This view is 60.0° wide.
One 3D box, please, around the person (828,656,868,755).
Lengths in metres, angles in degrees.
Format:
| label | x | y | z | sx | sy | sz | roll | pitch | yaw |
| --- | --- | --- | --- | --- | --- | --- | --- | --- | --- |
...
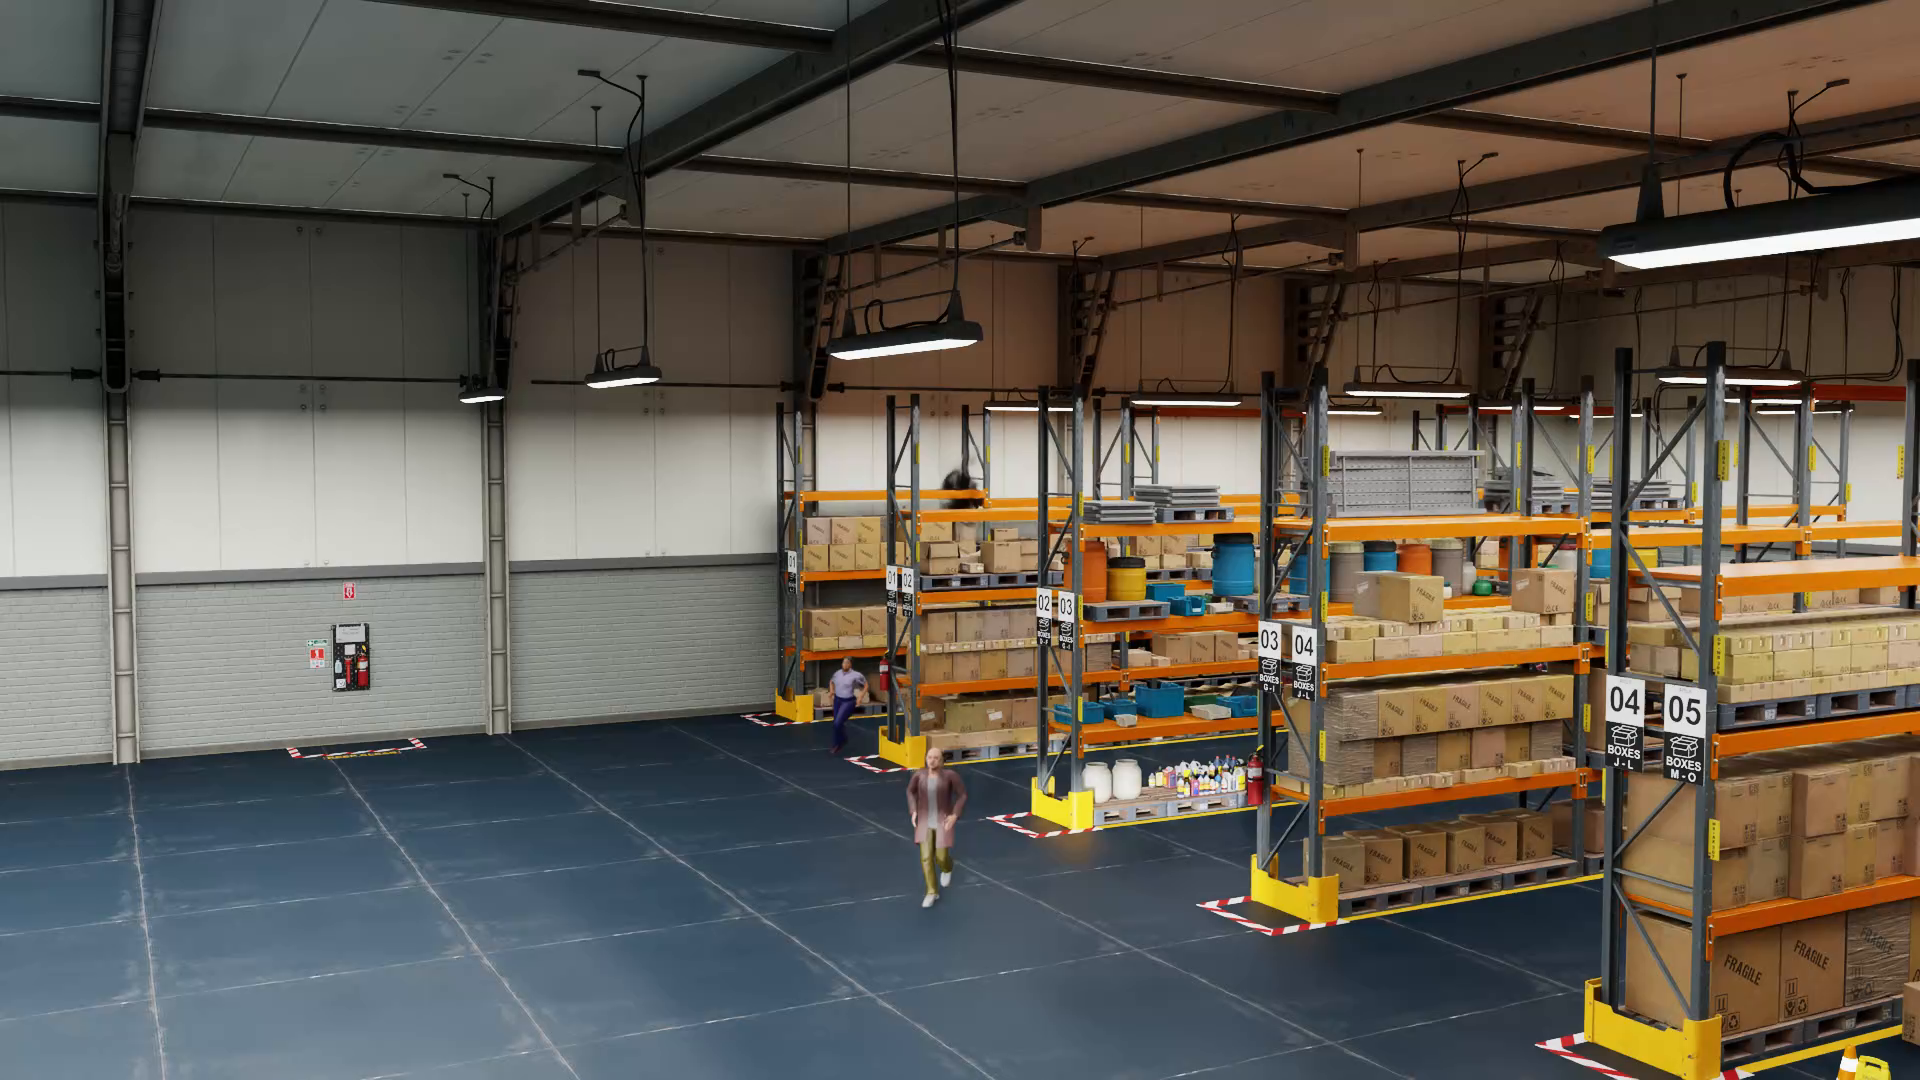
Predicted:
| label | x | y | z | sx | sy | sz | roll | pitch | yaw |
| --- | --- | --- | --- | --- | --- | --- | --- | --- | --- |
| person | -1.927 | 2.785 | 28.022 | 0.690 | 1.675 | 0.696 | 2 | 4 | 33 |

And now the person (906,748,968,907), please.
| label | x | y | z | sx | sy | sz | roll | pitch | yaw |
| --- | --- | --- | --- | --- | --- | --- | --- | --- | --- |
| person | -0.271 | 3.228 | 18.963 | 0.731 | 1.755 | 0.817 | 1 | 3 | 10 |
